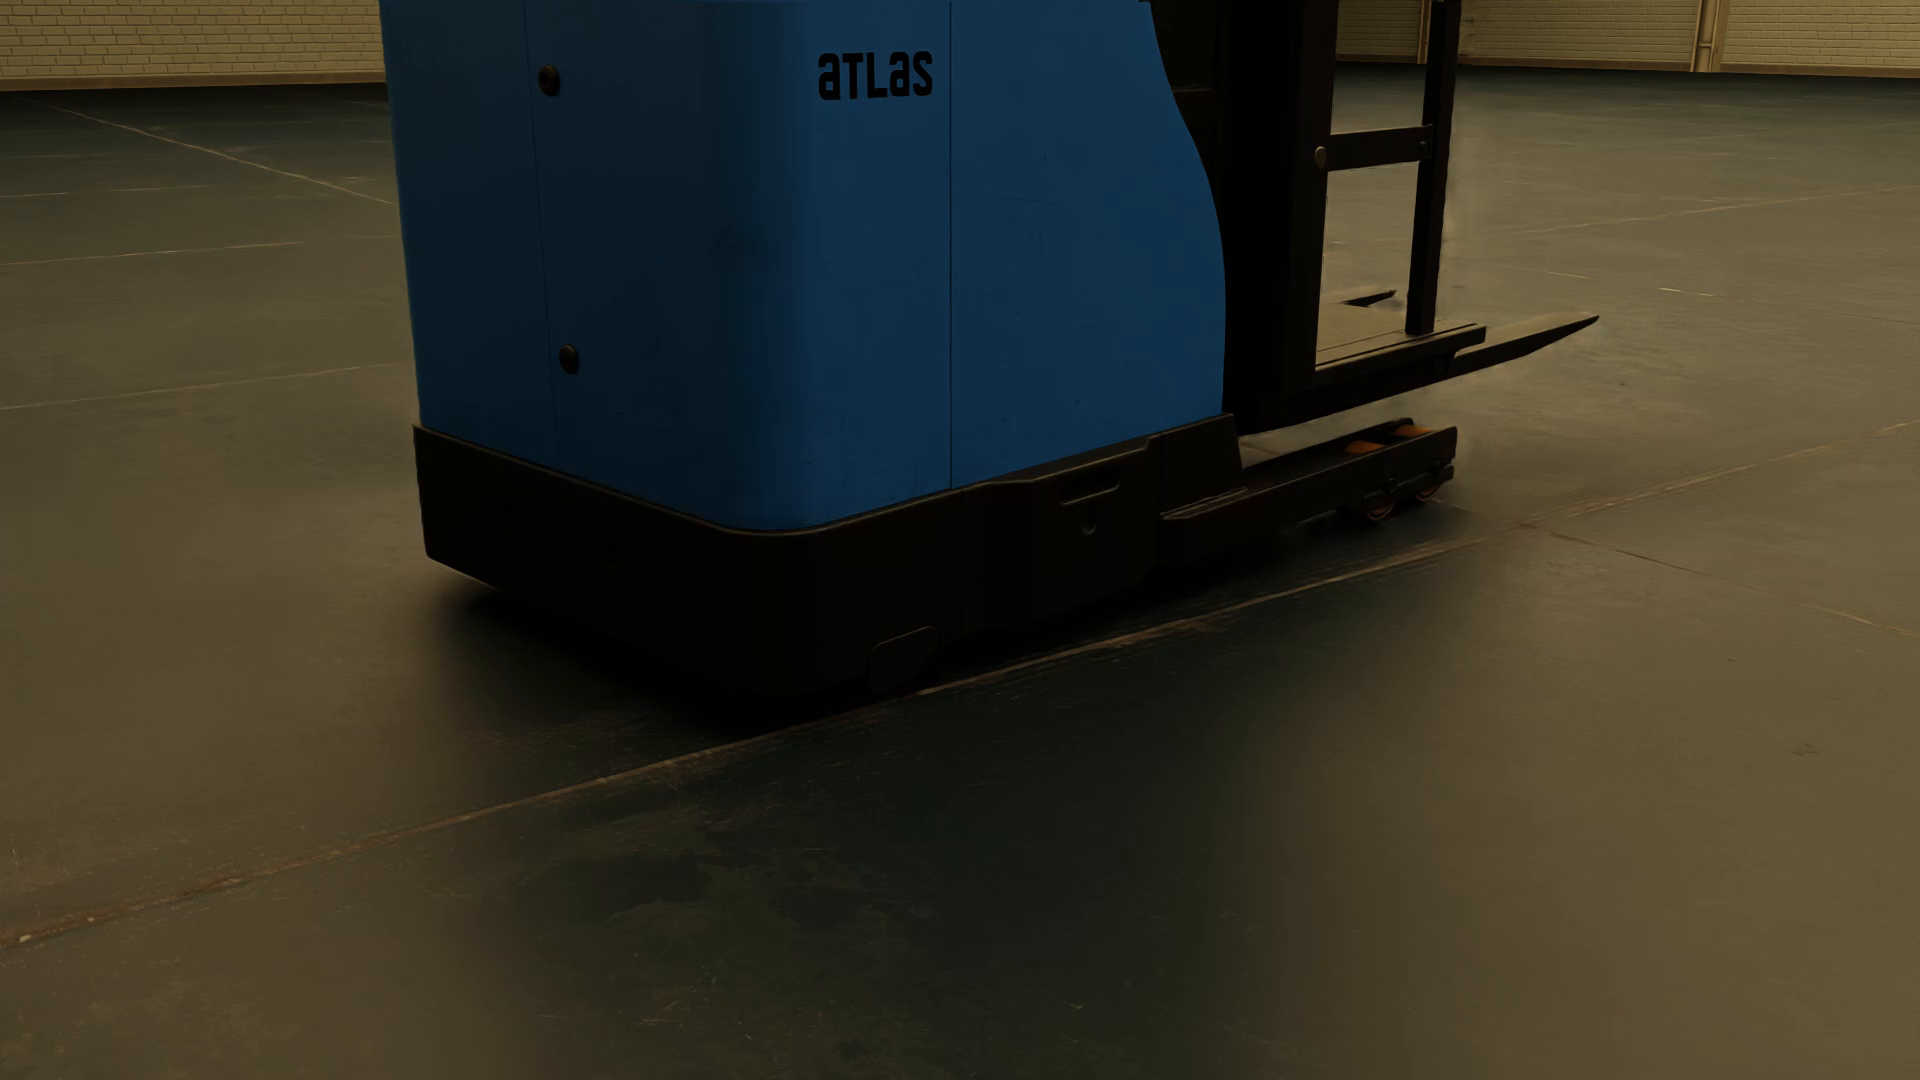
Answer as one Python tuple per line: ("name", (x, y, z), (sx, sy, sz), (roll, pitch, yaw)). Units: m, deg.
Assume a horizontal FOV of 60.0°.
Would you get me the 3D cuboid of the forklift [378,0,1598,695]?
("forklift", (0.421, -1.532, 3.286), (1.130, 2.935, 3.031), (16, 24, 42))
